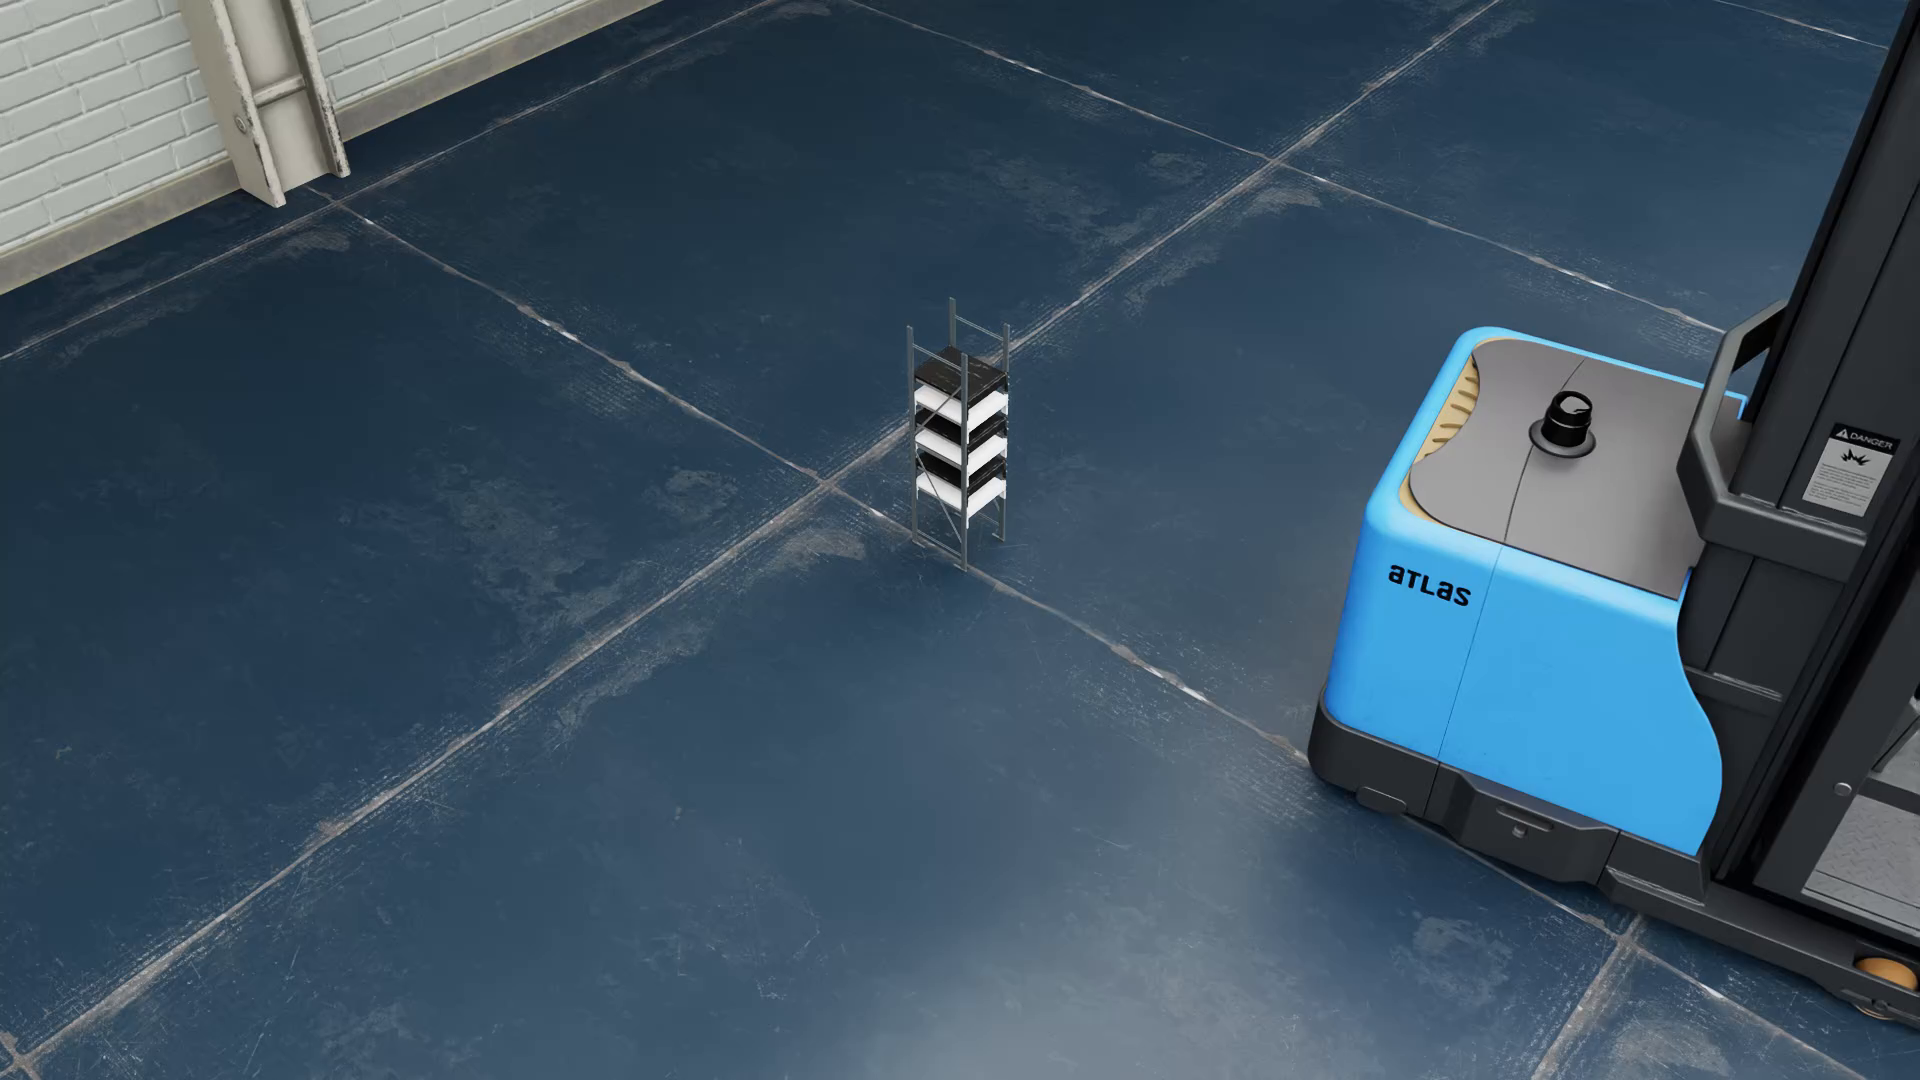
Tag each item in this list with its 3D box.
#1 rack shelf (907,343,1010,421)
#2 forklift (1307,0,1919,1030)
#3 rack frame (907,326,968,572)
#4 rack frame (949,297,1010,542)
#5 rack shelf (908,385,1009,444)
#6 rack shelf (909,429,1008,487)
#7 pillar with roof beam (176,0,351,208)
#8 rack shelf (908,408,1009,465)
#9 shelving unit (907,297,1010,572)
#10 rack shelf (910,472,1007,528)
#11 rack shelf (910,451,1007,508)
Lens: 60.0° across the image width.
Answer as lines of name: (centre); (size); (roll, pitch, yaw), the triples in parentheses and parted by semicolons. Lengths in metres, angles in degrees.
rack shelf: (-0.005, -0.504, 5.283); (0.258, 0.077, 0.200); (29, 50, 28)
forklift: (2.574, -0.178, 3.767); (3.031, 2.935, 1.130); (20, 46, 21)
rack frame: (-0.071, -0.276, 5.385); (0.240, 0.900, 0.006); (29, 50, 28)
rack frame: (0.060, -0.381, 5.500); (0.240, 0.900, 0.006); (29, 50, 28)
rack shelf: (-0.005, -0.437, 5.344); (0.258, 0.077, 0.200); (29, 50, 28)
rack shelf: (-0.005, -0.304, 5.465); (0.258, 0.077, 0.200); (29, 50, 28)
pillar with roof beam: (0.274, -3.104, 2.475); (9.100, 9.000, 0.400); (29, 50, 28)
rack shelf: (-0.005, -0.371, 5.405); (0.258, 0.077, 0.200); (29, 50, 28)
shelving unit: (-0.005, -0.329, 5.443); (0.258, 0.900, 0.210); (29, 50, 28)
rack shelf: (-0.005, -0.171, 5.586); (0.258, 0.077, 0.200); (29, 50, 28)
rack shelf: (-0.005, -0.238, 5.526); (0.258, 0.077, 0.200); (29, 50, 28)
